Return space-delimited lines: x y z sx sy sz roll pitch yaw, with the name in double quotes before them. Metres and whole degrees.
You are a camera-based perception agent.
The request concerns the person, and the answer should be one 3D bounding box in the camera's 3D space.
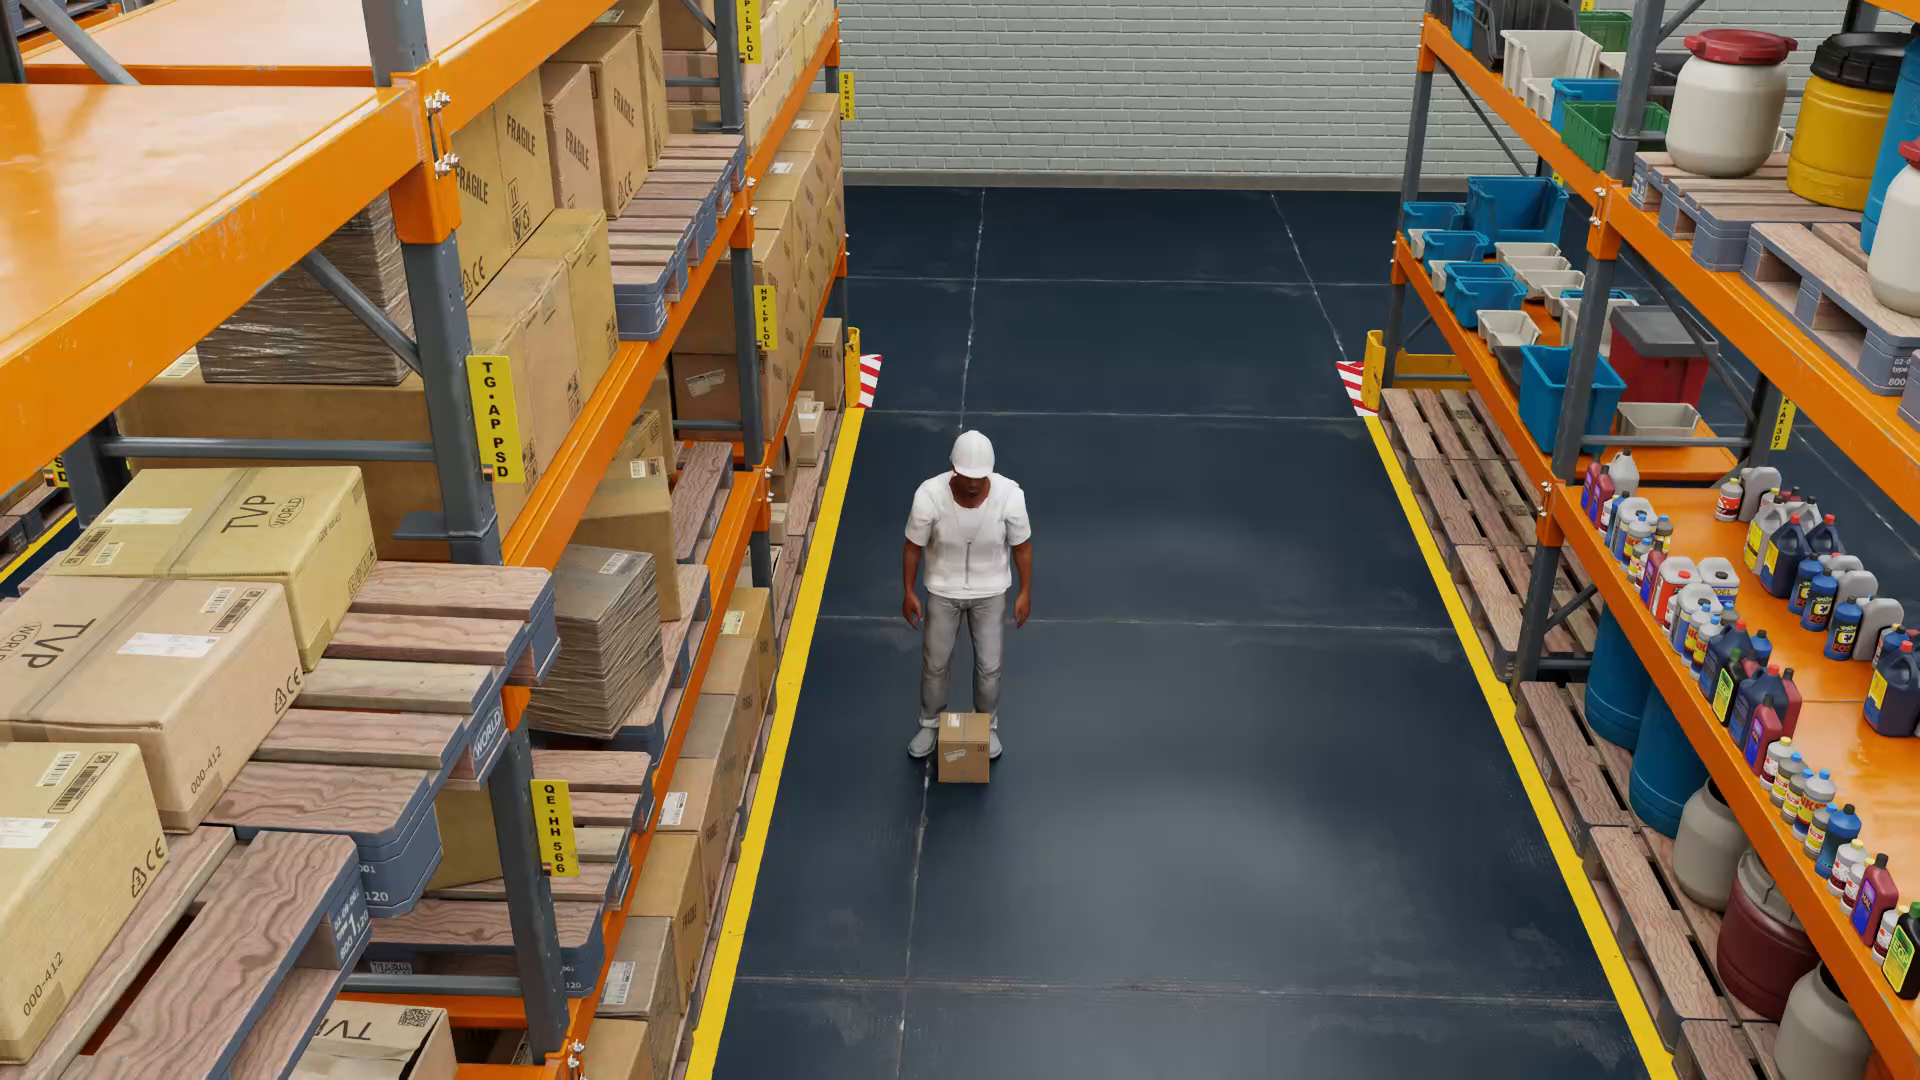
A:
"person" 0.034 0.260 8.108 0.635 1.760 0.458 0 28 0
